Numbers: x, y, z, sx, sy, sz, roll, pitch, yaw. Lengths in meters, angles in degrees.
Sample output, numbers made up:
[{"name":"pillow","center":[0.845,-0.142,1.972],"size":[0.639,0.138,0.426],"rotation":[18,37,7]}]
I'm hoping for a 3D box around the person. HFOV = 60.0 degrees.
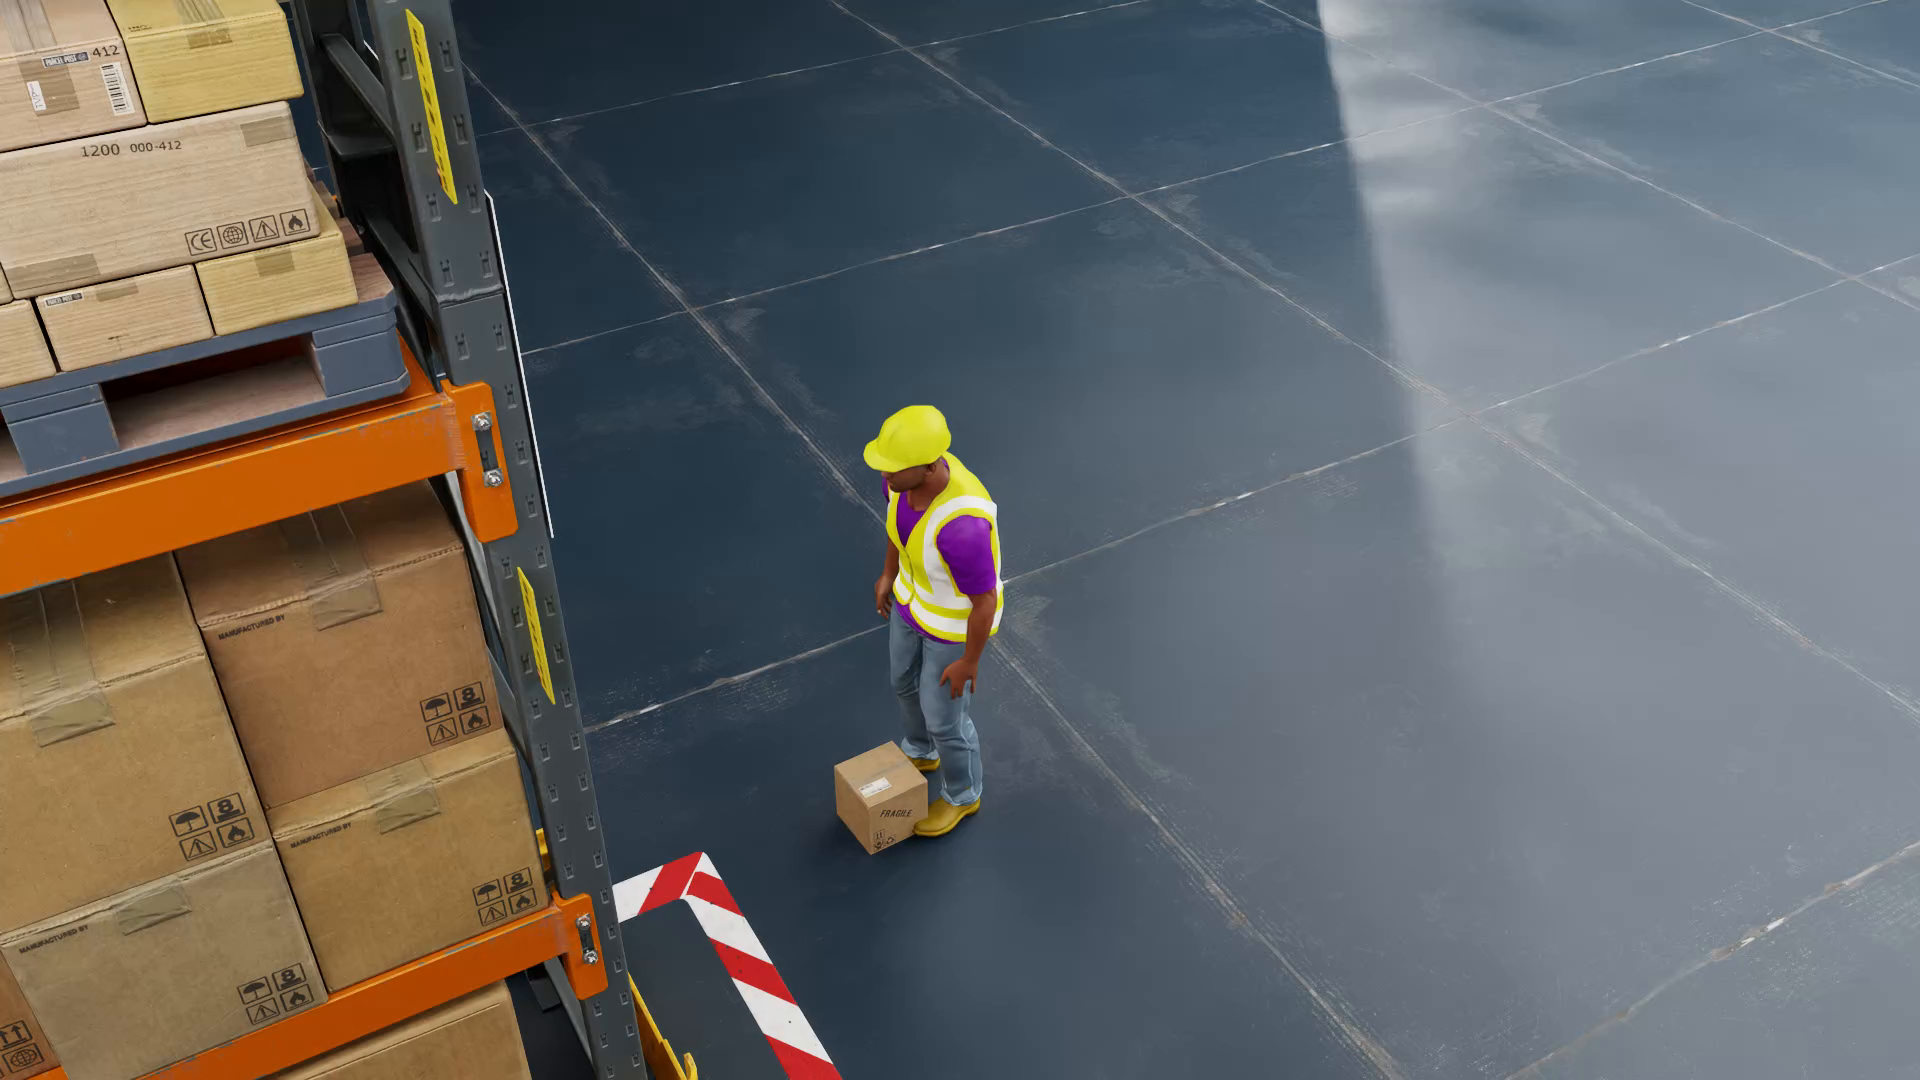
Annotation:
[{"name":"person","center":[-0.103,0.267,5.774],"size":[0.458,1.761,0.626],"rotation":[-19,41,-24]}]
